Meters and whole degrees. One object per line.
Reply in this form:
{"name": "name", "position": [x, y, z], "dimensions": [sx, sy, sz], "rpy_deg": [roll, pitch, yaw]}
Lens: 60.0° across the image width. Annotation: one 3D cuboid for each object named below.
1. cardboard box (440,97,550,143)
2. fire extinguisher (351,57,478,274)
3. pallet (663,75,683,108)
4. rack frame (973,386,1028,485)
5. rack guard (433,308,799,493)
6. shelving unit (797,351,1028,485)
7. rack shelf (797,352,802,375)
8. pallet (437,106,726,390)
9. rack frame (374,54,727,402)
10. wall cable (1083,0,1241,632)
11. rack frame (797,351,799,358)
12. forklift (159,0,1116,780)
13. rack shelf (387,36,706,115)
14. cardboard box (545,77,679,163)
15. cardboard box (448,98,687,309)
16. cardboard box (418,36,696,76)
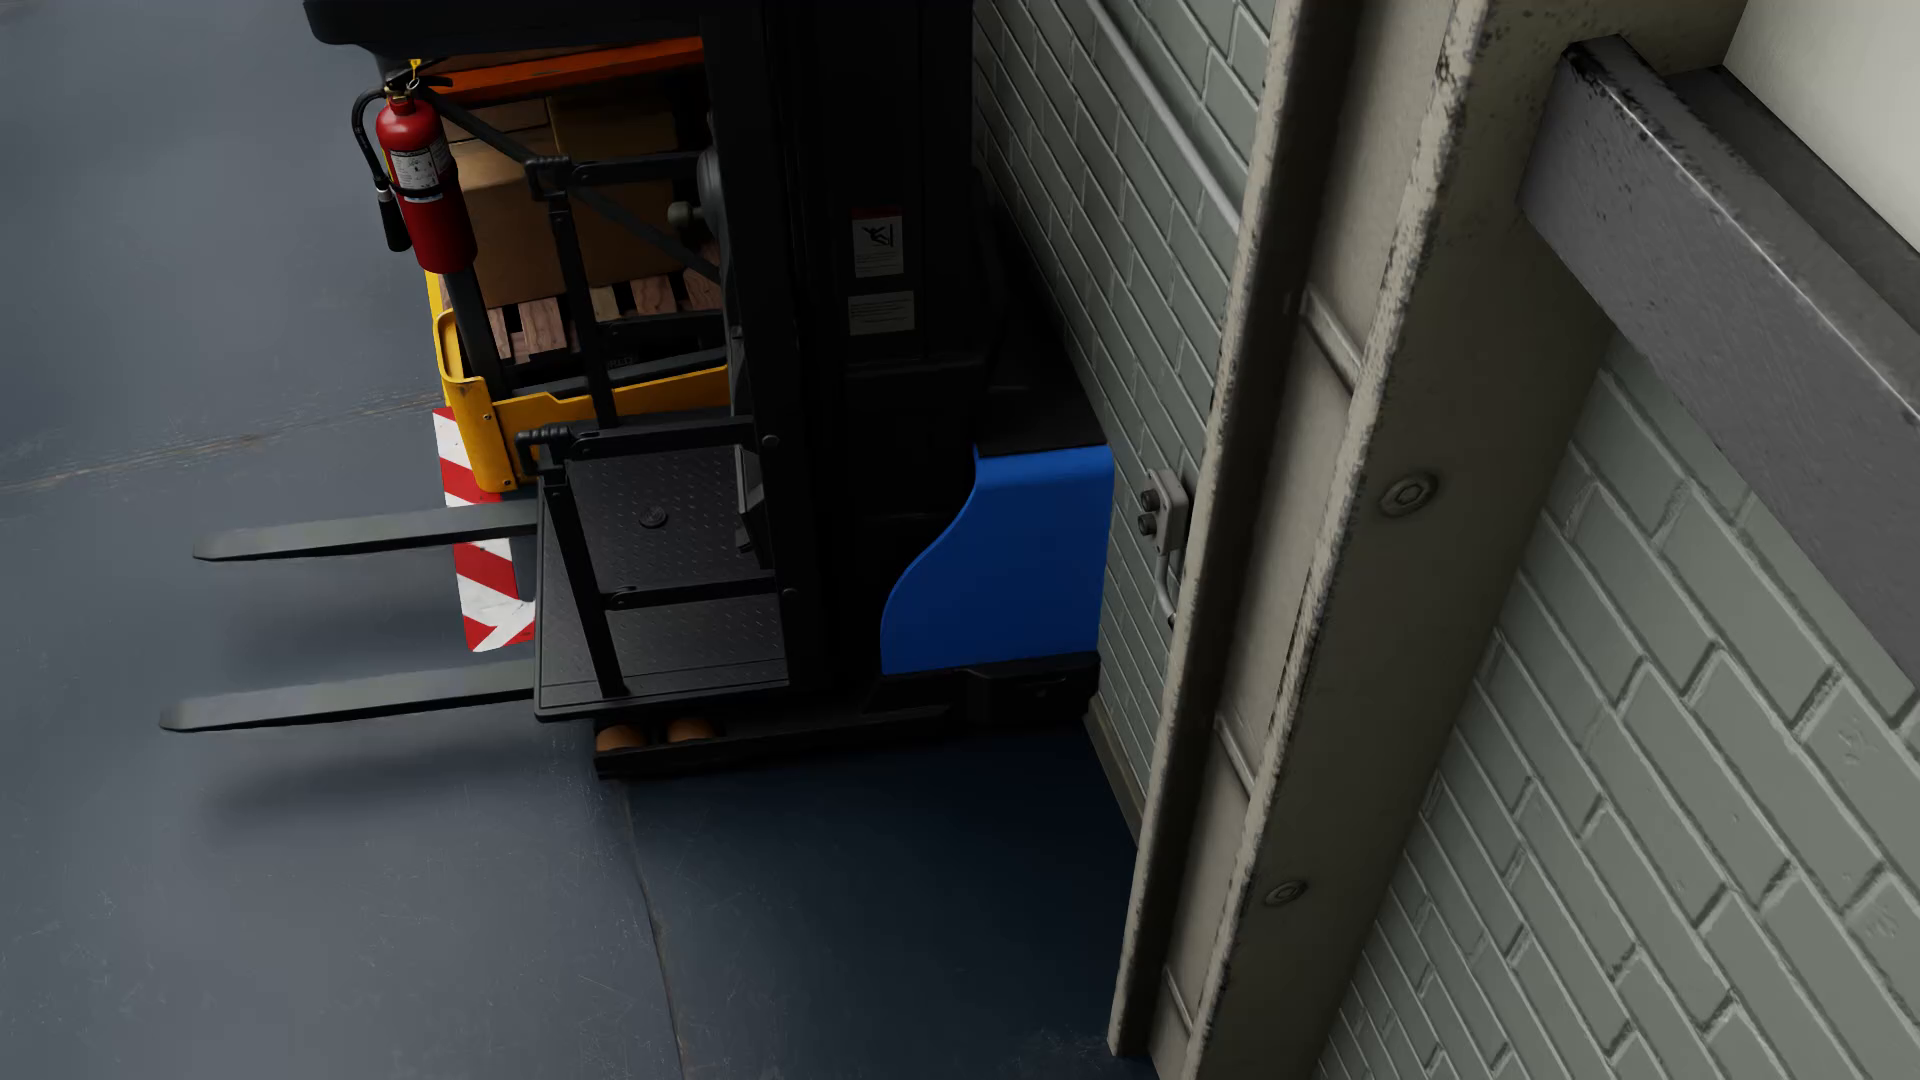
{"name": "cardboard box", "position": [-1.565, -1.460, 5.455], "dimensions": [0.380, 0.149, 0.250], "rpy_deg": [-14, 51, -11]}
{"name": "fire extinguisher", "position": [-1.447, -1.021, 4.443], "dimensions": [0.296, 0.674, 0.183], "rpy_deg": [-13, 51, -11]}
{"name": "pallet", "position": [-1.719, -1.937, 6.745], "dimensions": [1.003, 0.211, 1.213], "rpy_deg": [-13, 51, -11]}
{"name": "rack frame", "position": [0.072, -0.018, 4.452], "dimensions": [0.500, 1.125, 0.032], "rpy_deg": [-4, 43, -21]}
{"name": "rack guard", "position": [-1.044, -0.557, 5.393], "dimensions": [1.175, 0.500, 0.348], "rpy_deg": [-13, 51, -11]}
{"name": "shelving unit", "position": [-0.081, -0.359, 4.796], "dimensions": [0.538, 1.125, 1.048], "rpy_deg": [-4, 43, -21]}
{"name": "rack shelf", "position": [-0.130, -0.178, 4.953], "dimensions": [0.538, 0.278, 1.000], "rpy_deg": [-4, 43, -21]}
{"name": "pallet", "position": [-1.362, -1.048, 5.995], "dimensions": [1.003, 0.211, 1.213], "rpy_deg": [-13, 51, -11]}
{"name": "rack frame", "position": [-1.051, -1.380, 4.452], "dimensions": [1.000, 3.000, 0.127], "rpy_deg": [-13, 51, -11]}
{"name": "wall cable", "position": [0.231, -0.986, 3.455], "dimensions": [0.084, 1.984, 1.851], "rpy_deg": [-13, 51, -11]}
{"name": "rack frame", "position": [-0.234, -0.700, 5.141], "dimensions": [0.500, 1.125, 0.032], "rpy_deg": [-4, 43, -21]}
{"name": "forklift", "position": [-0.734, -0.711, 3.932], "dimensions": [3.031, 2.935, 1.130], "rpy_deg": [-6, 50, -5]}
{"name": "rack shelf", "position": [-1.642, -2.609, 5.958], "dimensions": [1.077, 0.370, 4.000], "rpy_deg": [-13, 51, -11]}
{"name": "cardboard box", "position": [-1.125, -1.362, 5.372], "dimensions": [0.380, 0.149, 0.250], "rpy_deg": [-13, 51, -11]}
{"name": "cardboard box", "position": [-1.353, -1.199, 5.659], "dimensions": [0.700, 0.500, 0.500], "rpy_deg": [-13, 51, -11]}
{"name": "cardboard box", "position": [-1.211, -1.847, 4.649], "dimensions": [0.980, 0.700, 0.700], "rpy_deg": [-11, 51, -9]}
